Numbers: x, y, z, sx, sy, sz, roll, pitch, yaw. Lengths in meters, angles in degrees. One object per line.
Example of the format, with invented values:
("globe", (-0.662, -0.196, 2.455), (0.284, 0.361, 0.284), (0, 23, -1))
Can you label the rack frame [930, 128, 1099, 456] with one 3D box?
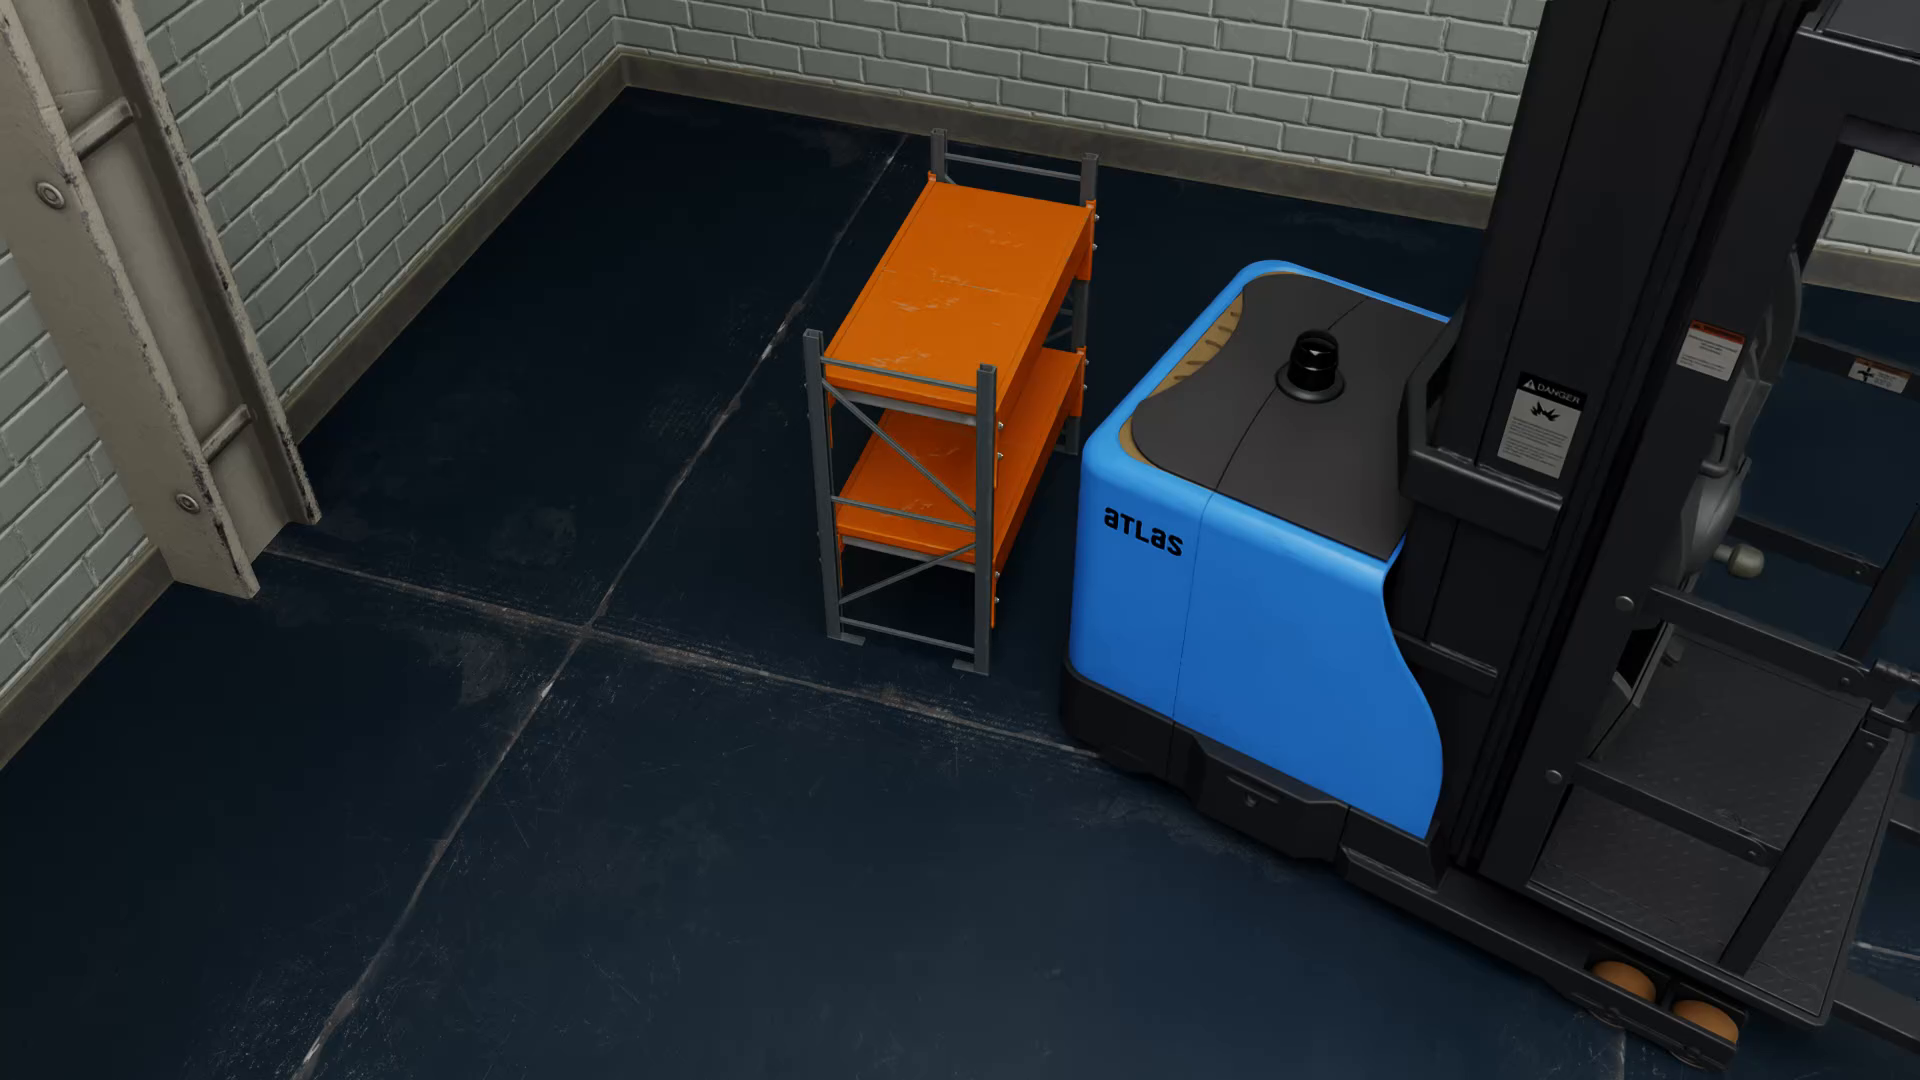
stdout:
("rack frame", (0.156, -0.745, 5.207), (0.500, 1.125, 0.032), (13, 46, 13))

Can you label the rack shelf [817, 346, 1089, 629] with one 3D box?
("rack shelf", (0.002, -0.232, 5.032), (0.538, 0.278, 1.000), (13, 46, 13))

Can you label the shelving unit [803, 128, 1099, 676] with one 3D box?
("shelving unit", (0.002, -0.407, 4.861), (0.538, 1.125, 1.048), (13, 46, 13))

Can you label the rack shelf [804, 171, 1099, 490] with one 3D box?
("rack shelf", (0.002, -0.616, 4.656), (0.538, 0.278, 1.000), (13, 46, 13))

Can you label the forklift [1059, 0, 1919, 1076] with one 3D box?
("forklift", (1.791, -0.219, 3.379), (3.031, 2.935, 1.130), (24, 49, 23))

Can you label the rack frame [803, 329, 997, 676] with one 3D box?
("rack frame", (-0.152, -0.068, 4.515), (0.500, 1.125, 0.032), (13, 46, 13))

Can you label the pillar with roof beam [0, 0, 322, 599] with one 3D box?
("pillar with roof beam", (1.854, -2.288, 1.154), (9.100, 9.000, 0.400), (13, 46, 13))
